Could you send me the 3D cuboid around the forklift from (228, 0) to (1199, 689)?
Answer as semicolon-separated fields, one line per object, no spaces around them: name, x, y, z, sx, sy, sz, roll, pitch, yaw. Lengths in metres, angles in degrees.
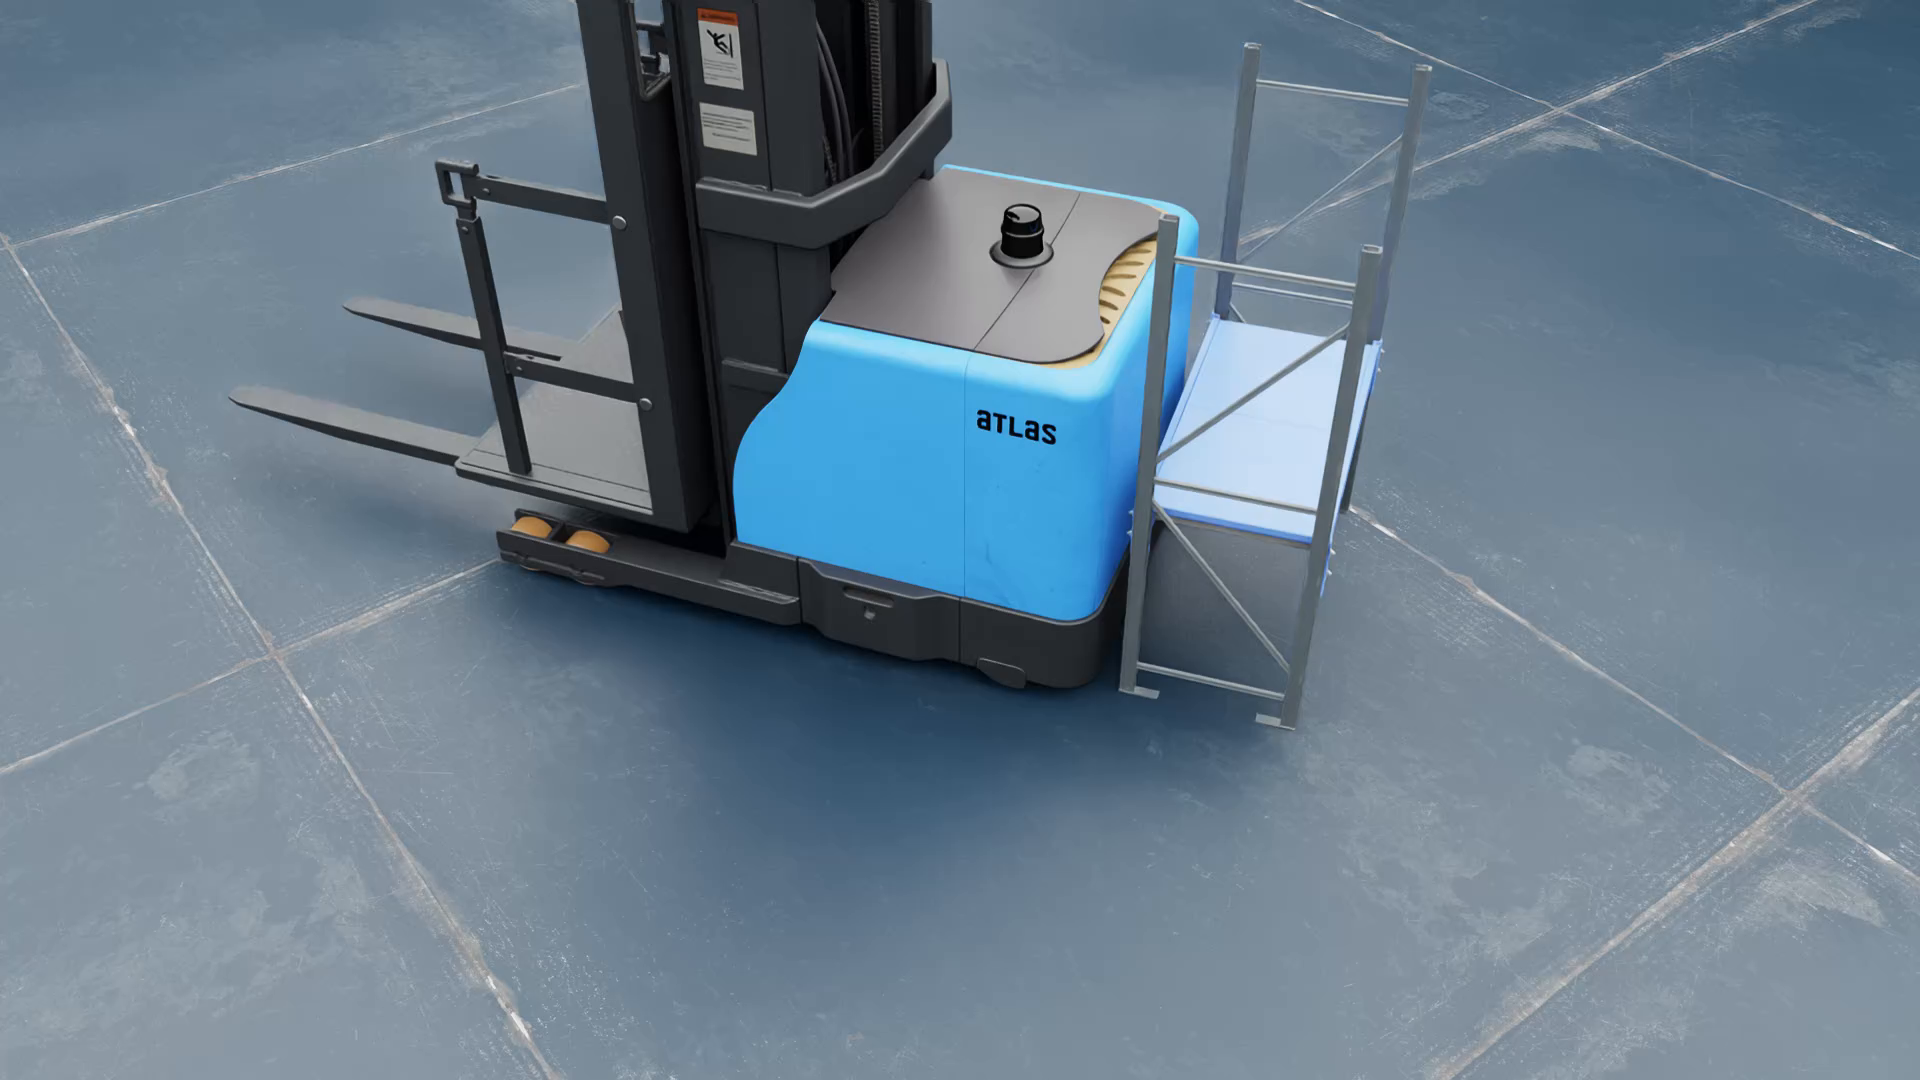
forklift;-0.880;-1.294;4.516;3.031;2.935;1.130;13;41;16

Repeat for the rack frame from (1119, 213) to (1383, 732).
rack frame;0.693;-0.108;4.199;0.500;1.500;0.032;12;41;14

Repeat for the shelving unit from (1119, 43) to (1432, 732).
shelving unit;0.853;-0.414;4.572;0.538;1.500;1.048;12;41;14

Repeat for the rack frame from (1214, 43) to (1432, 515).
rack frame;1.014;-0.720;4.945;0.500;1.500;0.032;12;41;14

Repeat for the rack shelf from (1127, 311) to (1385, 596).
rack shelf;0.853;-0.275;4.686;0.538;0.185;1.000;12;41;14
